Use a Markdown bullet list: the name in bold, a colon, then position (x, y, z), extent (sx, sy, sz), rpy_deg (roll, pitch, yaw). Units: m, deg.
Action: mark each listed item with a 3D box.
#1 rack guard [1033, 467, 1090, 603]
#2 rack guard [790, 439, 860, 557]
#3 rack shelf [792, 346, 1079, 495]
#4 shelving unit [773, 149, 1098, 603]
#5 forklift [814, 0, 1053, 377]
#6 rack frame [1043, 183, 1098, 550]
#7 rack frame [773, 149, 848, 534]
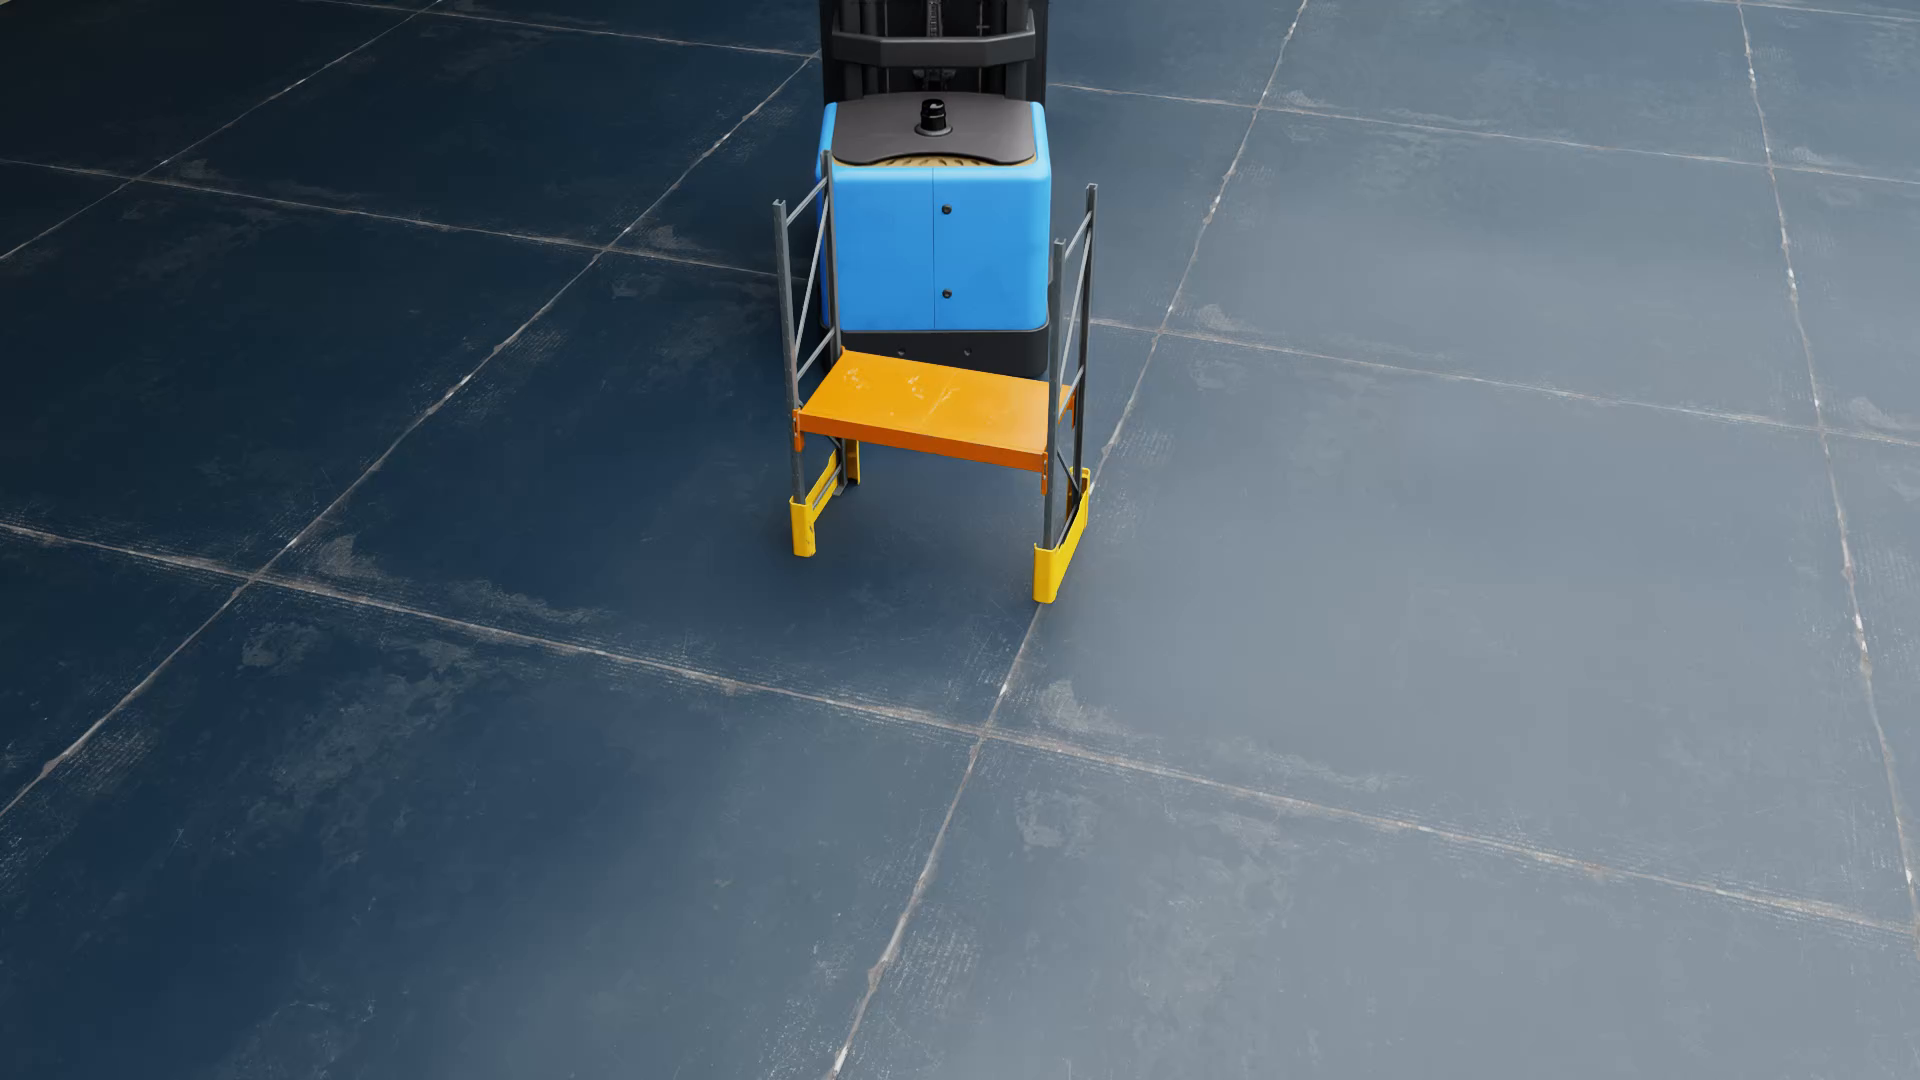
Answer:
- **rack guard**: position (0.403, -0.026, 6.575), extent (0.087, 0.250, 0.587), rpy_deg (10, 38, 14)
- **rack guard**: position (-0.548, -0.202, 6.814), extent (0.087, 0.250, 0.587), rpy_deg (10, 38, 14)
- **rack shelf**: position (-0.081, -0.474, 6.433), extent (1.000, 0.185, 0.538), rpy_deg (10, 38, 14)
- **shelving unit**: position (-0.073, -0.618, 6.324), extent (1.083, 1.500, 0.587), rpy_deg (10, 38, 14)
- **forklift**: position (-0.125, -2.768, 8.038), extent (1.130, 2.935, 3.031), rpy_deg (0, 36, 0)
- **rack frame**: position (0.404, -0.529, 6.204), extent (0.032, 1.500, 0.500), rpy_deg (10, 38, 14)
- **rack frame**: position (-0.567, -0.709, 6.448), extent (0.032, 1.500, 0.500), rpy_deg (10, 38, 14)
